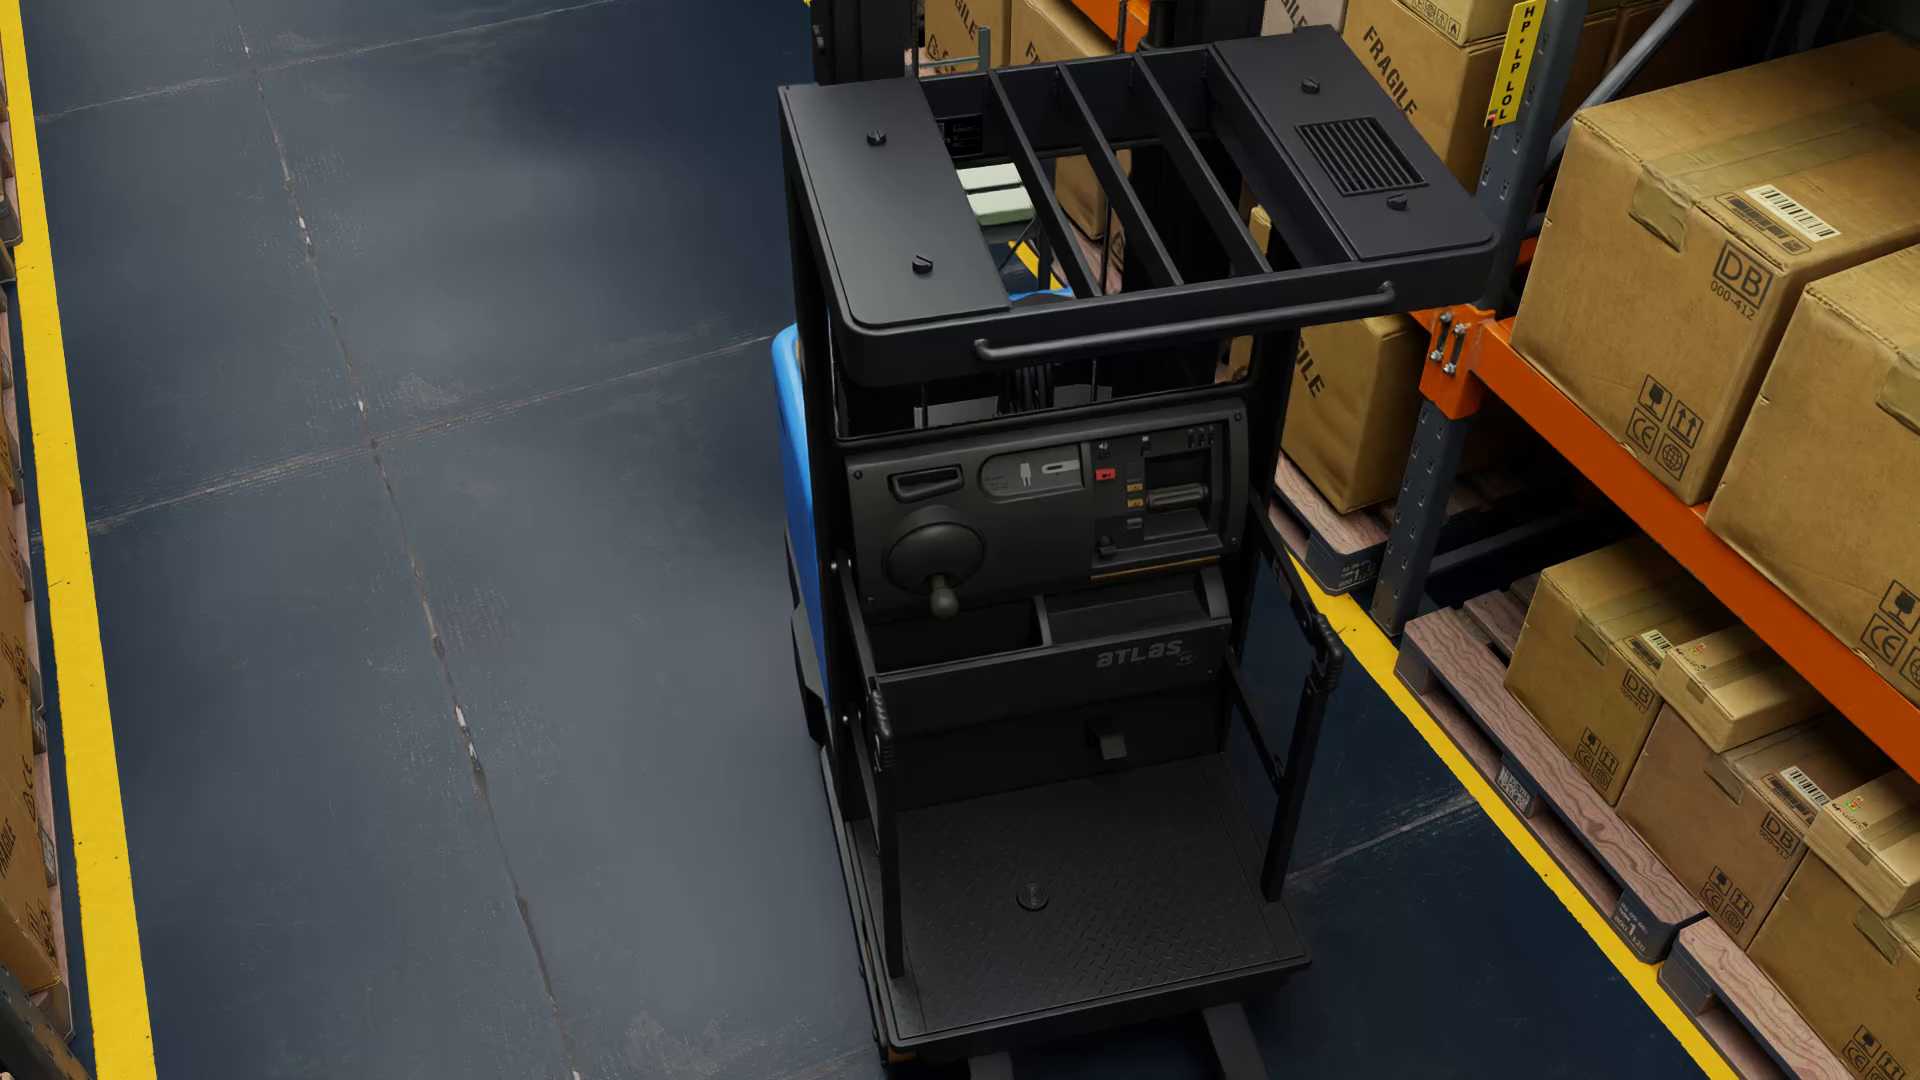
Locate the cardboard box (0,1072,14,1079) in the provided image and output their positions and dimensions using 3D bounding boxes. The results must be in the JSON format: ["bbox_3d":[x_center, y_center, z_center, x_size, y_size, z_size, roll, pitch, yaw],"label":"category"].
[{"bbox_3d":[-2.167,1.548,3.512,0.500,0.500,0.500,-18,47,-17],"label":"cardboard box"}]

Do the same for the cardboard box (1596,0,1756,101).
[{"bbox_3d":[1.864,-1.446,4.783,0.500,0.500,0.500,-20,48,-19],"label":"cardboard box"}]

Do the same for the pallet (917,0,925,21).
[{"bbox_3d":[-0.180,-2.985,8.625,1.003,0.211,1.213,-18,47,-17],"label":"pallet"}]

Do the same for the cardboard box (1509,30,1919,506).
[{"bbox_3d":[2.042,-0.686,4.096,0.980,0.700,0.700,-17,47,-17],"label":"cardboard box"}]

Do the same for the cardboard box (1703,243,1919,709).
[{"bbox_3d":[2.344,-0.219,3.623,0.980,0.700,0.700,-19,48,-18],"label":"cardboard box"}]

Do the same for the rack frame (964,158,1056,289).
[{"bbox_3d":[0.077,-0.554,5.244,0.400,1.500,0.023,-10,45,-10],"label":"rack frame"}]

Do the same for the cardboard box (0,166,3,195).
[{"bbox_3d":[-4.300,-1.605,6.899,0.500,0.250,0.500,-18,47,-18],"label":"cardboard box"}]

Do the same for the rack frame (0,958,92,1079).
[{"bbox_3d":[-2.661,0.534,3.073,0.949,2.616,0.053,-18,47,-17],"label":"rack frame"}]

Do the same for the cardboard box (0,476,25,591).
[{"bbox_3d":[-3.296,-0.091,5.173,0.500,0.500,0.500,-20,48,-19],"label":"cardboard box"}]

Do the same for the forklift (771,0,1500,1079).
[{"bbox_3d":[0.260,0.024,3.639,1.130,2.935,3.031,-9,45,-9],"label":"forklift"}]

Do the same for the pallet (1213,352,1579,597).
[{"bbox_3d":[1.436,-0.407,6.012,1.003,0.211,1.213,-18,47,-17],"label":"pallet"}]

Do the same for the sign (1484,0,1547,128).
[{"bbox_3d":[1.341,-1.147,4.009,0.100,0.325,0.005,-18,47,-17],"label":"sign"}]

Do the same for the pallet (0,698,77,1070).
[{"bbox_3d":[-3.040,1.021,4.565,1.003,0.211,1.213,-18,47,-17],"label":"pallet"}]

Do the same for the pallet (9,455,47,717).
[{"bbox_3d":[-3.557,0.242,5.354,1.003,0.211,1.213,-18,47,-17],"label":"pallet"}]

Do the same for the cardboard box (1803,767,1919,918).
[{"bbox_3d":[2.248,0.691,3.933,0.380,0.149,0.250,-19,48,-19],"label":"cardboard box"}]

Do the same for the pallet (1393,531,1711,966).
[{"bbox_3d":[2.078,0.570,5.022,1.003,0.211,1.213,-18,47,-17],"label":"pallet"}]

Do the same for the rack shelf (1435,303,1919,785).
[{"bbox_3d":[2.670,0.601,3.518,1.077,0.370,4.000,-18,47,-17],"label":"rack shelf"}]

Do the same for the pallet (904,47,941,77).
[{"bbox_3d":[0.410,-1.962,7.588,1.003,0.211,1.213,-18,47,-17],"label":"pallet"}]

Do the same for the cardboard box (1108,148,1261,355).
[{"bbox_3d":[1.061,-1.256,6.118,0.750,0.750,0.750,-17,47,-16],"label":"cardboard box"}]

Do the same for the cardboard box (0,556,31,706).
[{"bbox_3d":[-3.084,0.231,4.847,0.500,0.500,0.500,-17,47,-17],"label":"cardboard box"}]

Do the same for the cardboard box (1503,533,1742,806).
[{"bbox_3d":[2.050,0.317,4.774,0.700,0.500,0.500,-17,47,-17],"label":"cardboard box"}]

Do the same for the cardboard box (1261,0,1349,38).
[{"bbox_3d":[1.183,-1.620,4.959,0.500,0.500,0.500,-18,47,-17],"label":"cardboard box"}]

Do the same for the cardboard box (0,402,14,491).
[{"bbox_3d":[-3.522,-0.424,5.510,0.500,0.500,0.500,-20,48,-19],"label":"cardboard box"}]

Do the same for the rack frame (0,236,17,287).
[{"bbox_3d":[-4.346,-2.014,5.655,1.000,3.000,0.127,-18,47,-17],"label":"rack frame"}]

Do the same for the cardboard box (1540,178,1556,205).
[{"bbox_3d":[1.868,-1.120,4.914,0.380,0.149,0.250,-19,48,-19],"label":"cardboard box"}]

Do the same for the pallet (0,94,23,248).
[{"bbox_3d":[-4.657,-1.557,7.178,1.003,0.211,1.213,-18,47,-17],"label":"pallet"}]

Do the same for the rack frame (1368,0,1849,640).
[{"bbox_3d":[1.829,-0.930,4.557,1.000,3.000,0.127,-18,47,-17],"label":"rack frame"}]

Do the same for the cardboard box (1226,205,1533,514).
[{"bbox_3d":[1.438,-0.690,5.545,0.750,0.750,0.750,-18,47,-17],"label":"cardboard box"}]

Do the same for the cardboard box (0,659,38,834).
[{"bbox_3d":[-2.881,0.552,4.522,0.500,0.500,0.500,-17,47,-17],"label":"cardboard box"}]

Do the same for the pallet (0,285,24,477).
[{"bbox_3d":[-4.066,-0.534,6.141,1.003,0.211,1.213,-18,47,-17],"label":"pallet"}]

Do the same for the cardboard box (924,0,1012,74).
[{"bbox_3d":[0.337,-2.356,7.233,0.750,0.750,0.750,-19,48,-18],"label":"cardboard box"}]

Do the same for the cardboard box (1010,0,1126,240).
[{"bbox_3d":[0.700,-1.796,6.666,0.750,0.750,0.750,-18,47,-18],"label":"cardboard box"}]

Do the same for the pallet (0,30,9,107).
[{"bbox_3d":[-5.166,-2.334,7.965,1.003,0.211,1.213,-18,47,-17],"label":"pallet"}]

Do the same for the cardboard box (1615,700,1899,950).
[{"bbox_3d":[2.258,0.638,4.448,0.700,0.500,0.500,-18,48,-18],"label":"cardboard box"}]

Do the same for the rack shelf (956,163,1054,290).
[{"bbox_3d":[-0.011,-1.081,5.223,0.431,0.370,0.720,-10,45,-10],"label":"rack shelf"}]

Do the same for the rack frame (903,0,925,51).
[{"bbox_3d":[0.147,-3.479,7.140,1.000,3.000,0.127,-18,47,-17],"label":"rack frame"}]

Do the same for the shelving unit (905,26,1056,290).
[{"bbox_3d":[-0.011,-0.804,5.497,0.431,1.500,0.755,-10,45,-10],"label":"shelving unit"}]

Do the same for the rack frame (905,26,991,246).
[{"bbox_3d":[-0.100,-1.053,5.749,0.400,1.500,0.023,-10,45,-10],"label":"rack frame"}]

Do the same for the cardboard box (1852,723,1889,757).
[{"bbox_3d":[2.504,0.438,4.189,0.380,0.149,0.250,-19,48,-19],"label":"cardboard box"}]

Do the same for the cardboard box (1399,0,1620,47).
[{"bbox_3d":[1.400,-1.568,4.372,0.500,0.250,0.500,-17,47,-16],"label":"cardboard box"}]

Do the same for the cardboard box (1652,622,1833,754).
[{"bbox_3d":[2.029,0.358,4.270,0.380,0.149,0.250,-17,47,-16],"label":"cardboard box"}]

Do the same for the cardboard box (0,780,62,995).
[{"bbox_3d":[-2.646,0.888,4.180,0.500,0.500,0.500,-20,48,-19],"label":"cardboard box"}]

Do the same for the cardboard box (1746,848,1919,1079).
[{"bbox_3d":[2.472,0.966,4.116,0.700,0.500,0.500,-17,47,-16],"label":"cardboard box"}]

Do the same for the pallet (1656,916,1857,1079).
[{"bbox_3d":[2.594,1.349,4.233,1.003,0.211,1.213,-18,47,-17],"label":"pallet"}]

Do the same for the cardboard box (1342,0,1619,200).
[{"bbox_3d":[1.406,-1.298,4.633,0.500,0.500,0.500,-19,48,-18],"label":"cardboard box"}]

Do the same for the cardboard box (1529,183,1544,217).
[{"bbox_3d":[1.430,-0.979,4.772,0.380,0.149,0.250,-18,47,-17],"label":"cardboard box"}]

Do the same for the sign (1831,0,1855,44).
[{"bbox_3d":[2.332,-1.431,4.392,0.100,0.325,0.005,-18,47,-17],"label":"sign"}]

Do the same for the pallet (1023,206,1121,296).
[{"bbox_3d":[0.919,-1.185,6.801,1.003,0.211,1.213,-18,47,-17],"label":"pallet"}]

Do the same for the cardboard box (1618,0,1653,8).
[{"bbox_3d":[1.872,-1.715,4.522,0.500,0.250,0.500,-17,47,-16],"label":"cardboard box"}]

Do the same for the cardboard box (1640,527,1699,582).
[{"bbox_3d":[2.169,-0.065,4.699,0.380,0.149,0.250,-18,47,-18],"label":"cardboard box"}]

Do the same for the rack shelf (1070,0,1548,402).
[{"bbox_3d":[0.988,-1.948,6.101,1.077,0.370,4.000,-18,47,-17],"label":"rack shelf"}]
